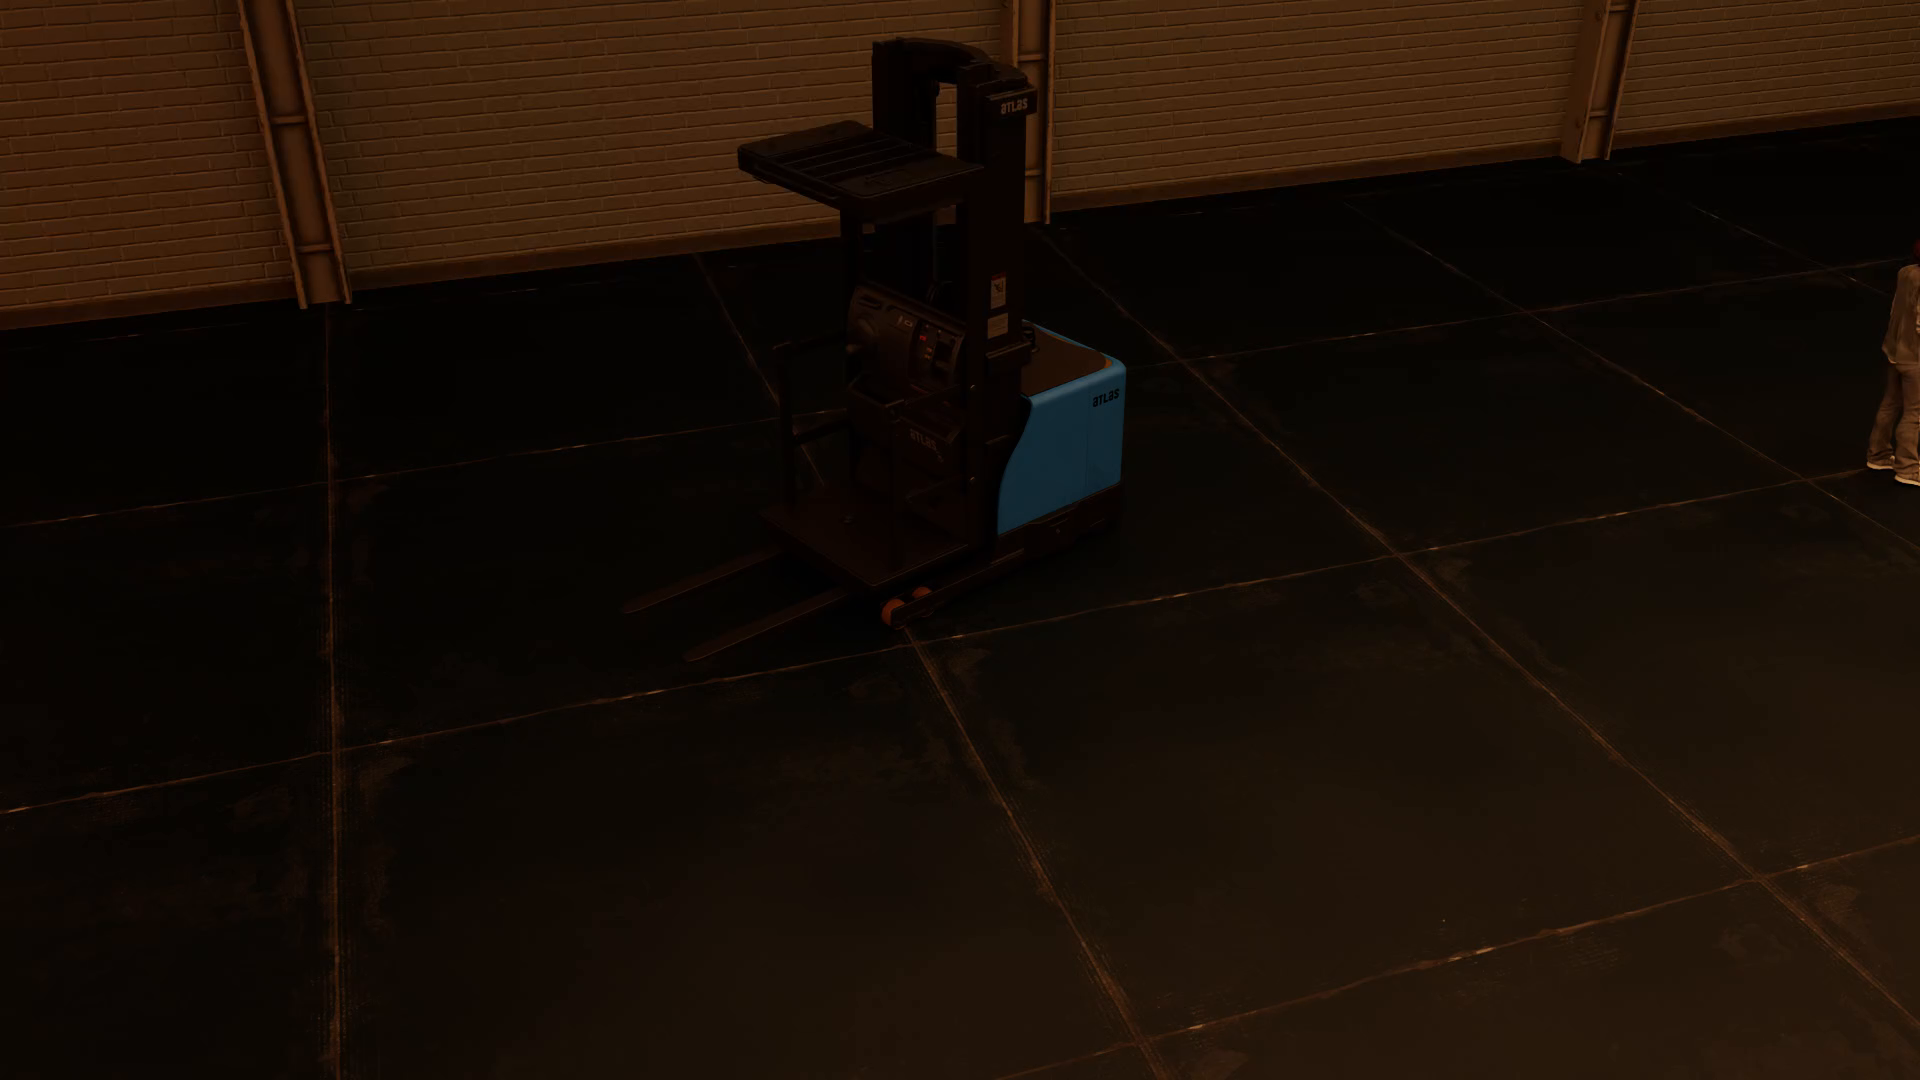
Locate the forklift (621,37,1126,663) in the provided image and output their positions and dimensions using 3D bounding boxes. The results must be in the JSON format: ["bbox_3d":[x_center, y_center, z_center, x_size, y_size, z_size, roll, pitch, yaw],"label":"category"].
[{"bbox_3d":[-0.461,-1.072,8.951,3.031,2.935,1.130,-23,37,-34],"label":"forklift"}]

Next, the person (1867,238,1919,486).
[{"bbox_3d":[6.027,-1.149,10.408,0.475,1.597,0.520,2,30,3],"label":"person"}]
